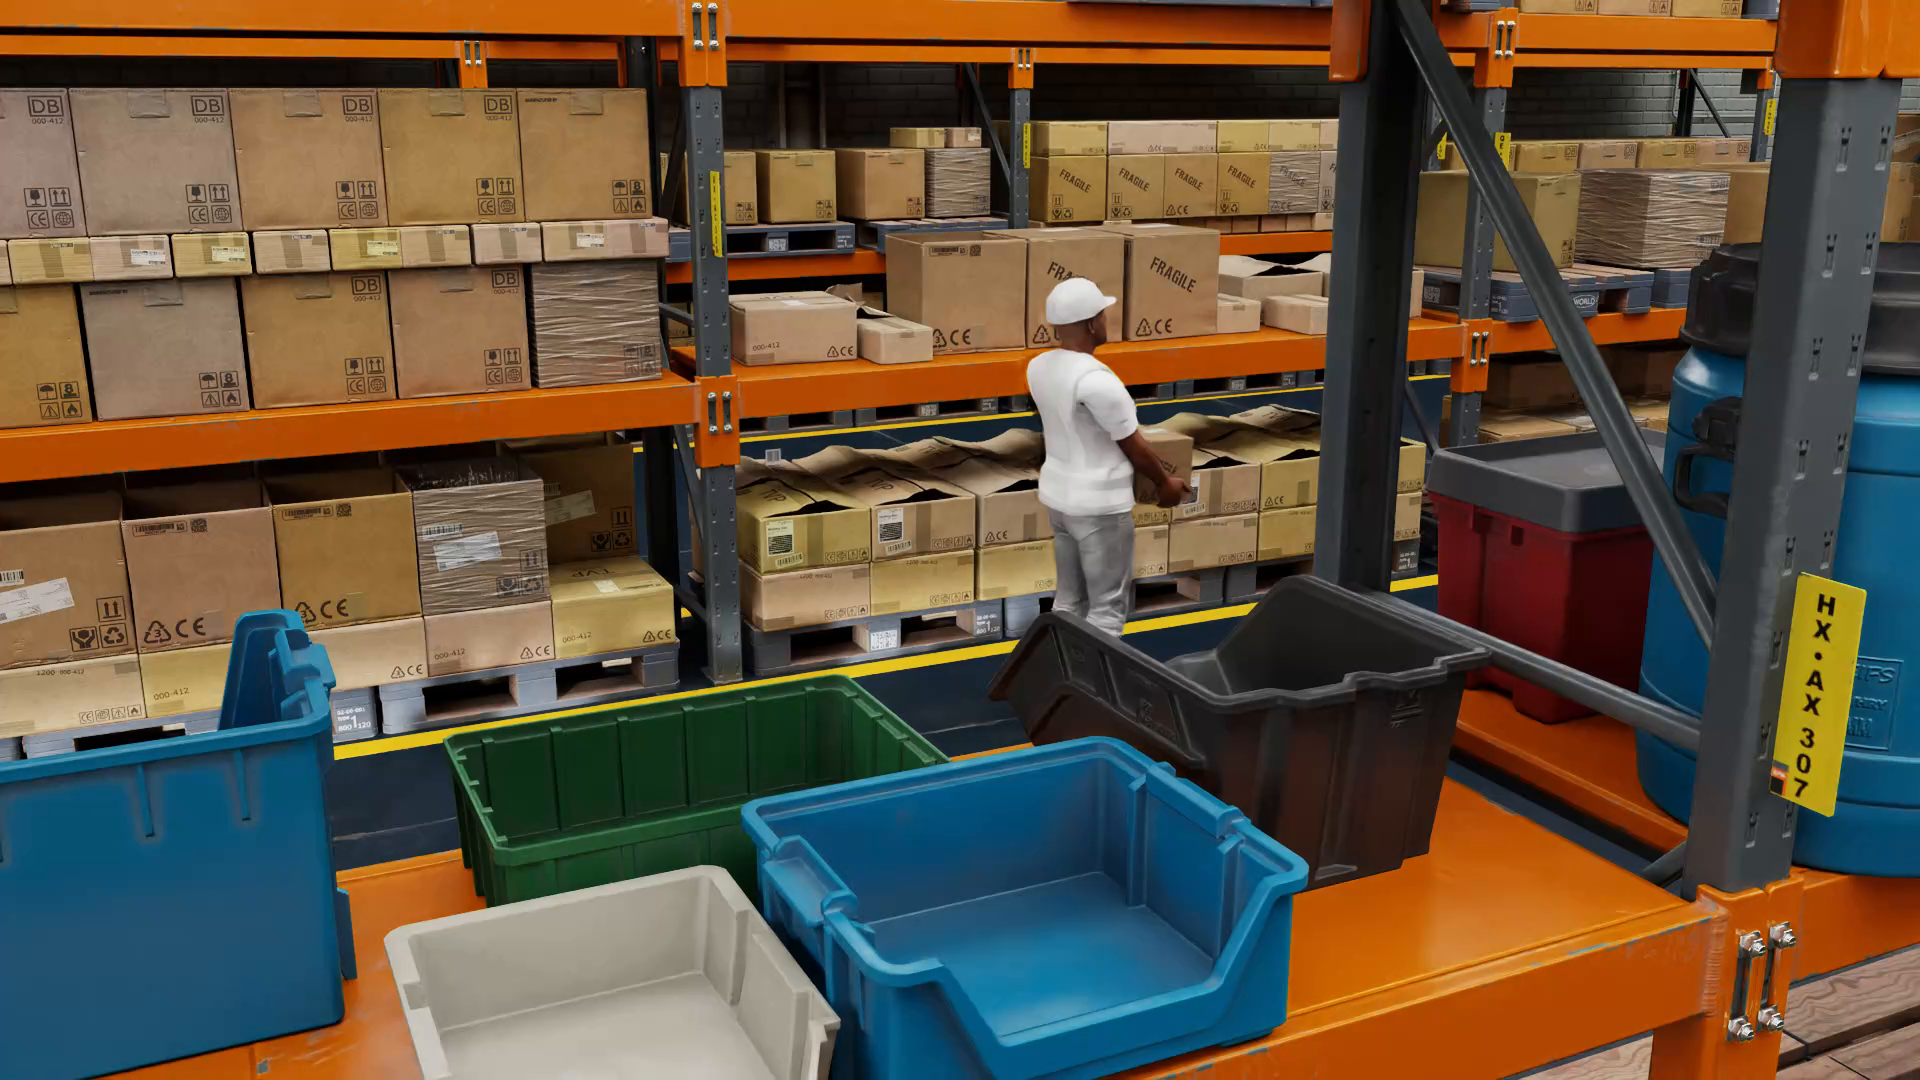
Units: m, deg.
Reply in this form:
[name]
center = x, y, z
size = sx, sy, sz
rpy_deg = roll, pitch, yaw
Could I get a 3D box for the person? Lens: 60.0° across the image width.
[person]
center = 0.581, -0.143, 6.502
size = 0.575, 1.767, 0.510
rpy_deg = -7, 17, -25
